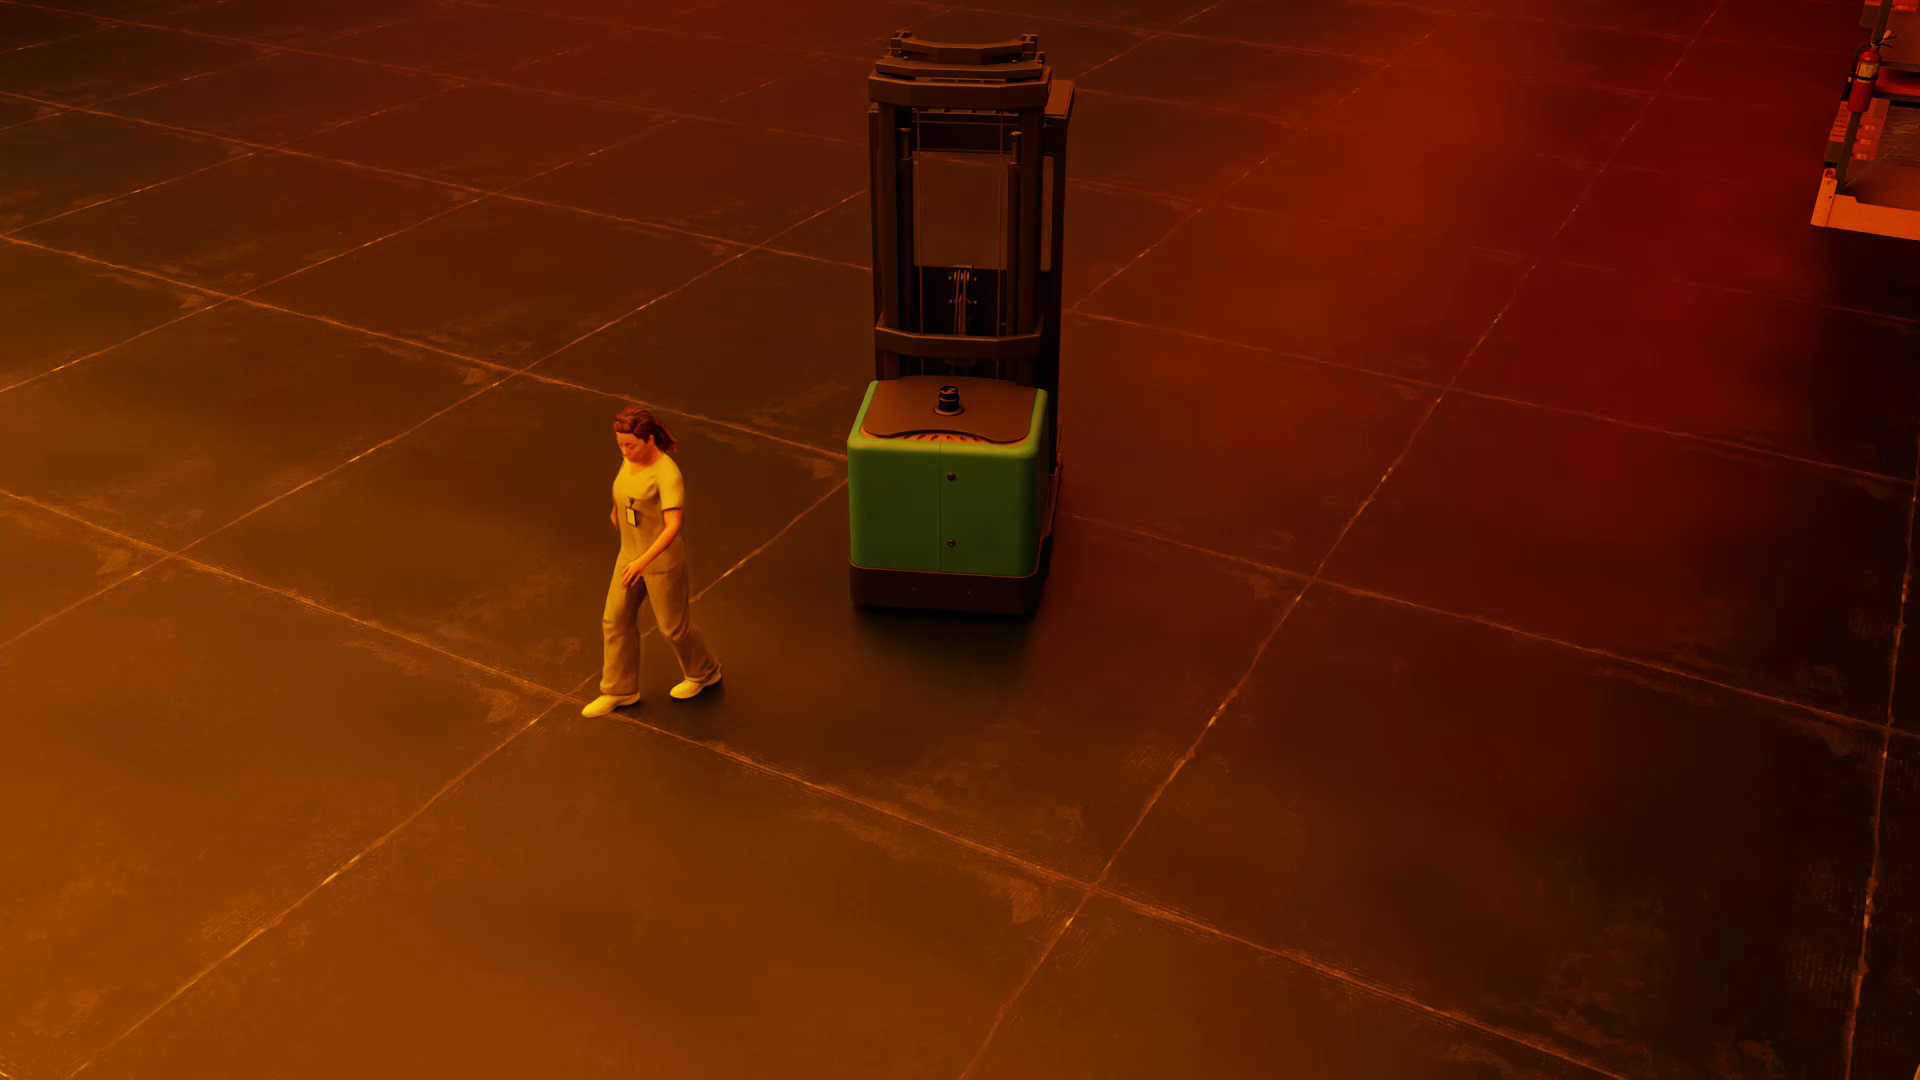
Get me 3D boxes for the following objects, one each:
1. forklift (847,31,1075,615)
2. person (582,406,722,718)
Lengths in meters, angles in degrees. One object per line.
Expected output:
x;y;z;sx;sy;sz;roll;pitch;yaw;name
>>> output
0.072;-1.572;9.794;1.130;2.935;3.031;3;30;6;forklift
-1.594;0.103;8.195;0.714;1.658;0.870;-26;39;-37;person
